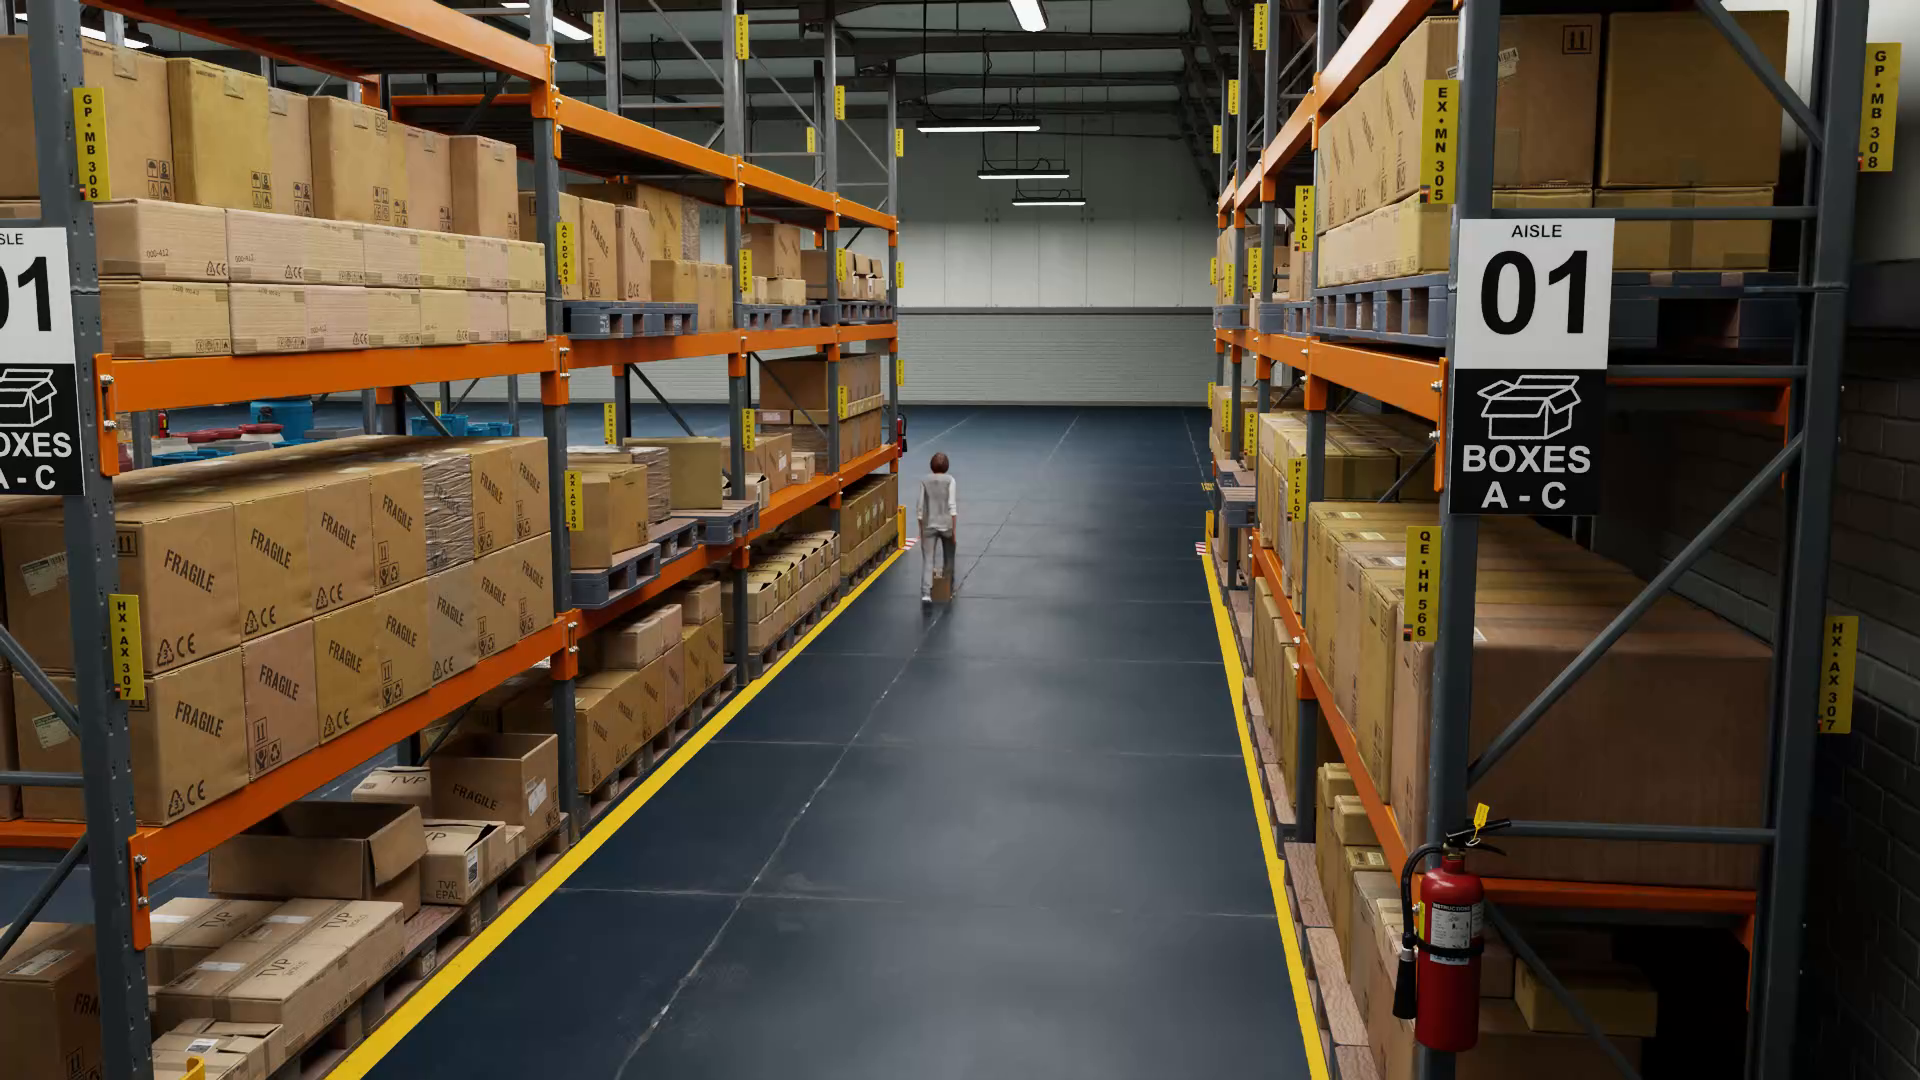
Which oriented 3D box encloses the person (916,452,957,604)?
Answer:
[{"bbox_3d":[-0.241,-0.115,16.811,0.419,1.533,1.020,1,8,5],"label":"person"}]
